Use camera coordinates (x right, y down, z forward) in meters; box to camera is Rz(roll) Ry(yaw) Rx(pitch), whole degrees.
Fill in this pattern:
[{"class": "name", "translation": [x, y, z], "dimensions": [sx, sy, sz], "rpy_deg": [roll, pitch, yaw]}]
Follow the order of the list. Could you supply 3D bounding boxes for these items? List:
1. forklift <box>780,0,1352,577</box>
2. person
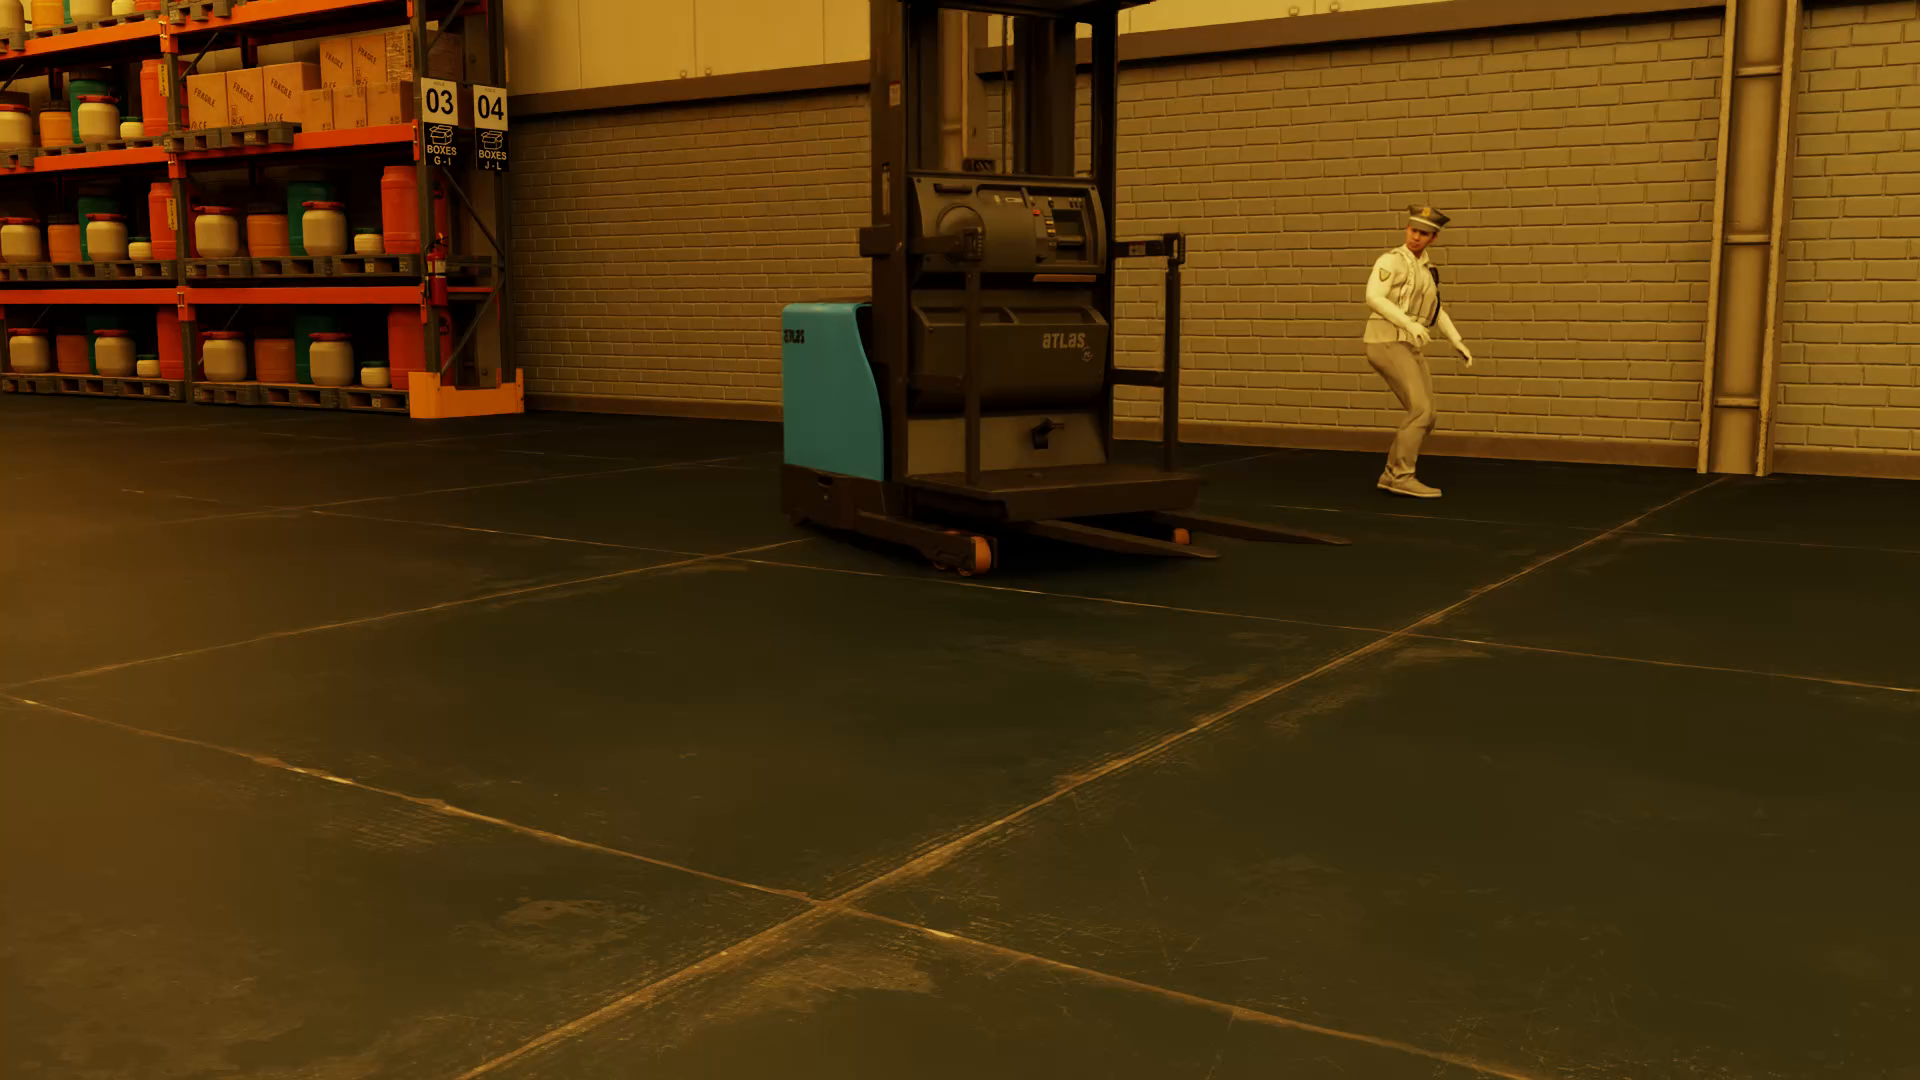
[{"class": "forklift", "translation": [0.331, -1.378, 6.885], "dimensions": [1.130, 2.935, 3.031], "rpy_deg": [-5, 9, -31]}, {"class": "person", "translation": [2.547, -1.054, 9.343], "dimensions": [0.483, 1.627, 0.720], "rpy_deg": [7, 10, 39]}]
